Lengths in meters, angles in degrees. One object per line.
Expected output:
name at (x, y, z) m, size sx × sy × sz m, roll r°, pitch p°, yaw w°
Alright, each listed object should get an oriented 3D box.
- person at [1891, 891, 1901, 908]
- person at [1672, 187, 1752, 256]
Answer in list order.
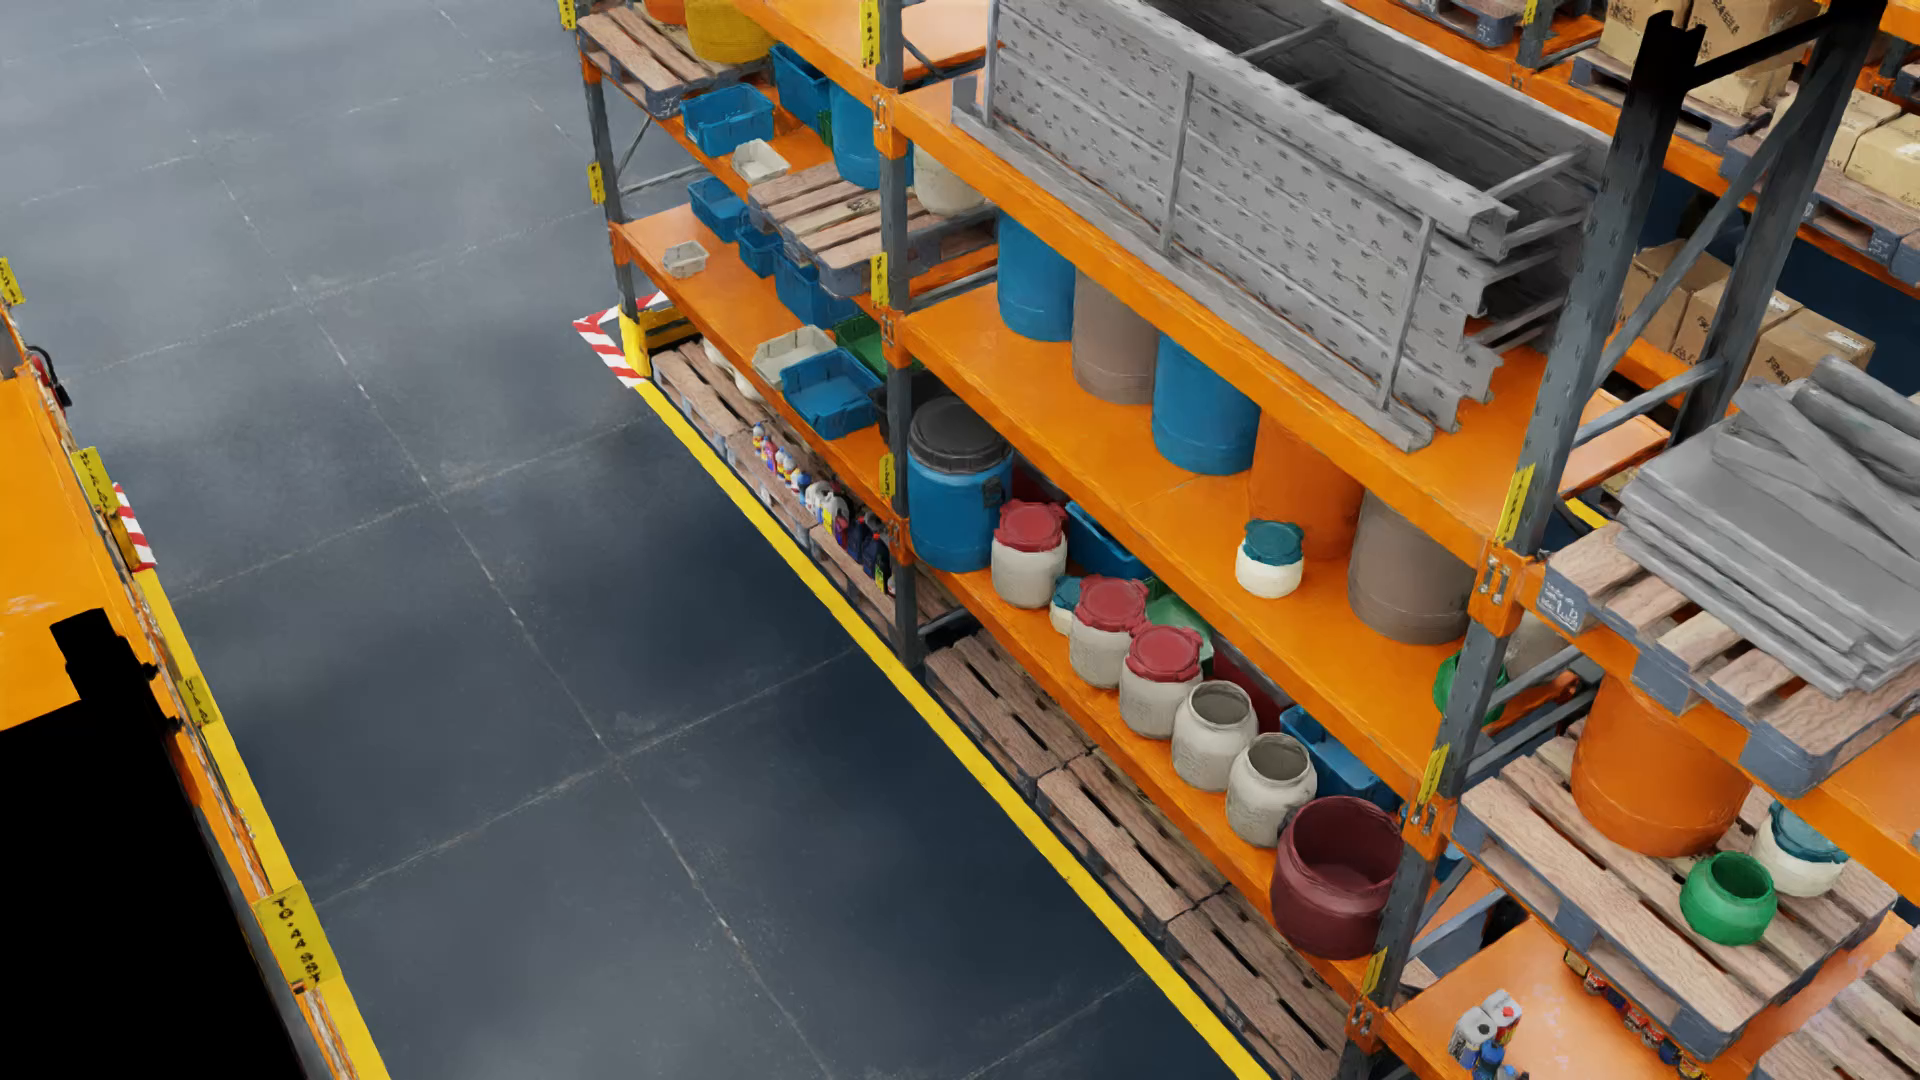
person at (5.175, 1.426, 8.909) m, size 0.609 × 1.763 × 0.457 m, roll 23°, pitch 47°, yaw 23°
person at (6.477, -3.046, 13.792) m, size 0.896 × 1.715 × 0.735 m, roll 30°, pitch 50°, yaw 28°
